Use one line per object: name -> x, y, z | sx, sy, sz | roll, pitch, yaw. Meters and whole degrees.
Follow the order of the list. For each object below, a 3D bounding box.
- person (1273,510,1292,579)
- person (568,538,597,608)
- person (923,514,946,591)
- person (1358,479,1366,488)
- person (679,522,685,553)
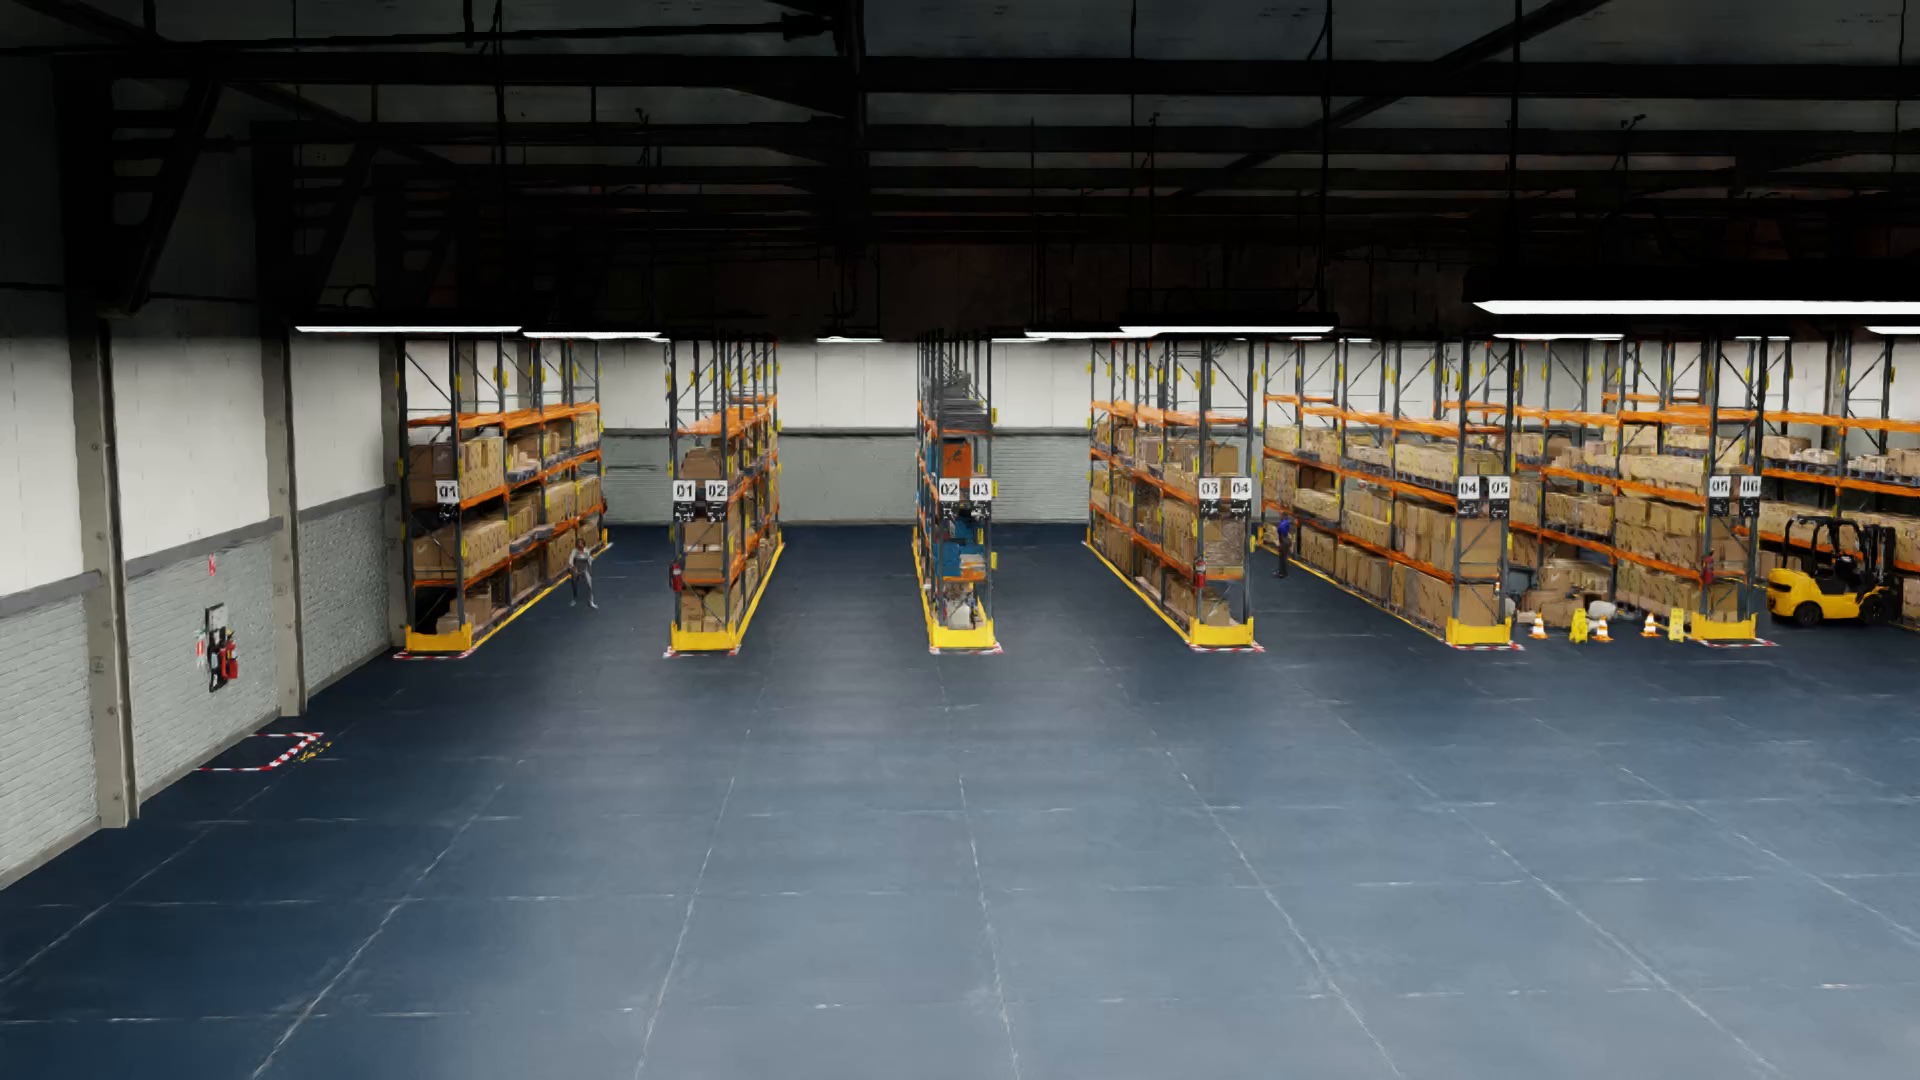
person -> 7.894, 0.097, 40.706 | 0.468, 1.661, 0.497 | 4, 8, 28
person -> -8.248, 0.692, 36.197 | 0.562, 1.527, 0.782 | -2, 7, -20
person -> -0.560, 0.268, 36.436 | 0.543, 1.668, 0.546 | 1, 7, 7
person -> 11.942, -0.939, 49.161 | 0.571, 1.768, 0.576 | -5, 9, -39
person -> -7.429, -0.367, 45.025 | 0.532, 1.552, 1.116 | 0, 7, 0
